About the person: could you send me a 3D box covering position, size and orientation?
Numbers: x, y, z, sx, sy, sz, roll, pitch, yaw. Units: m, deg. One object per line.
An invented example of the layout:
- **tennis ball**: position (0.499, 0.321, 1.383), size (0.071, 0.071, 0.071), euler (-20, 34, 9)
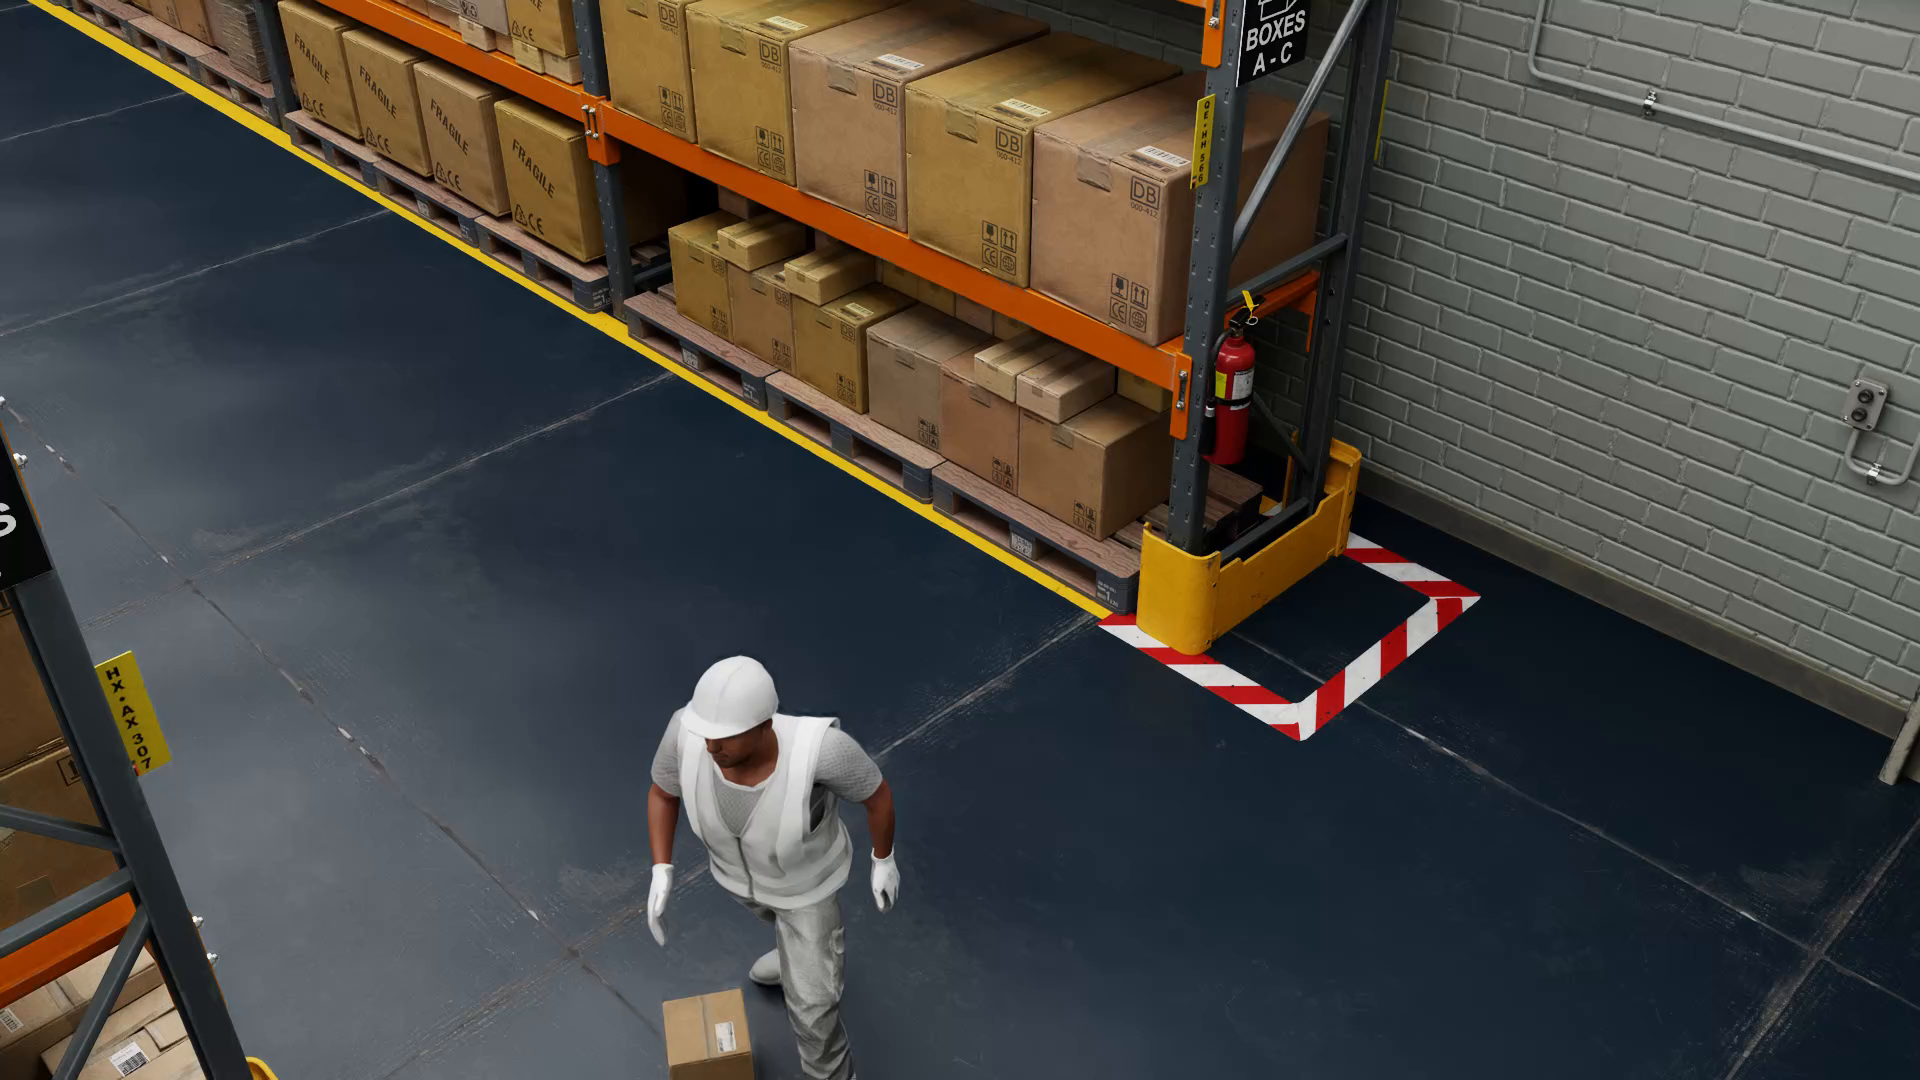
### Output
- **person**: position (-0.516, 0.939, 4.828), size (0.680, 1.722, 0.868), euler (15, 38, 20)
